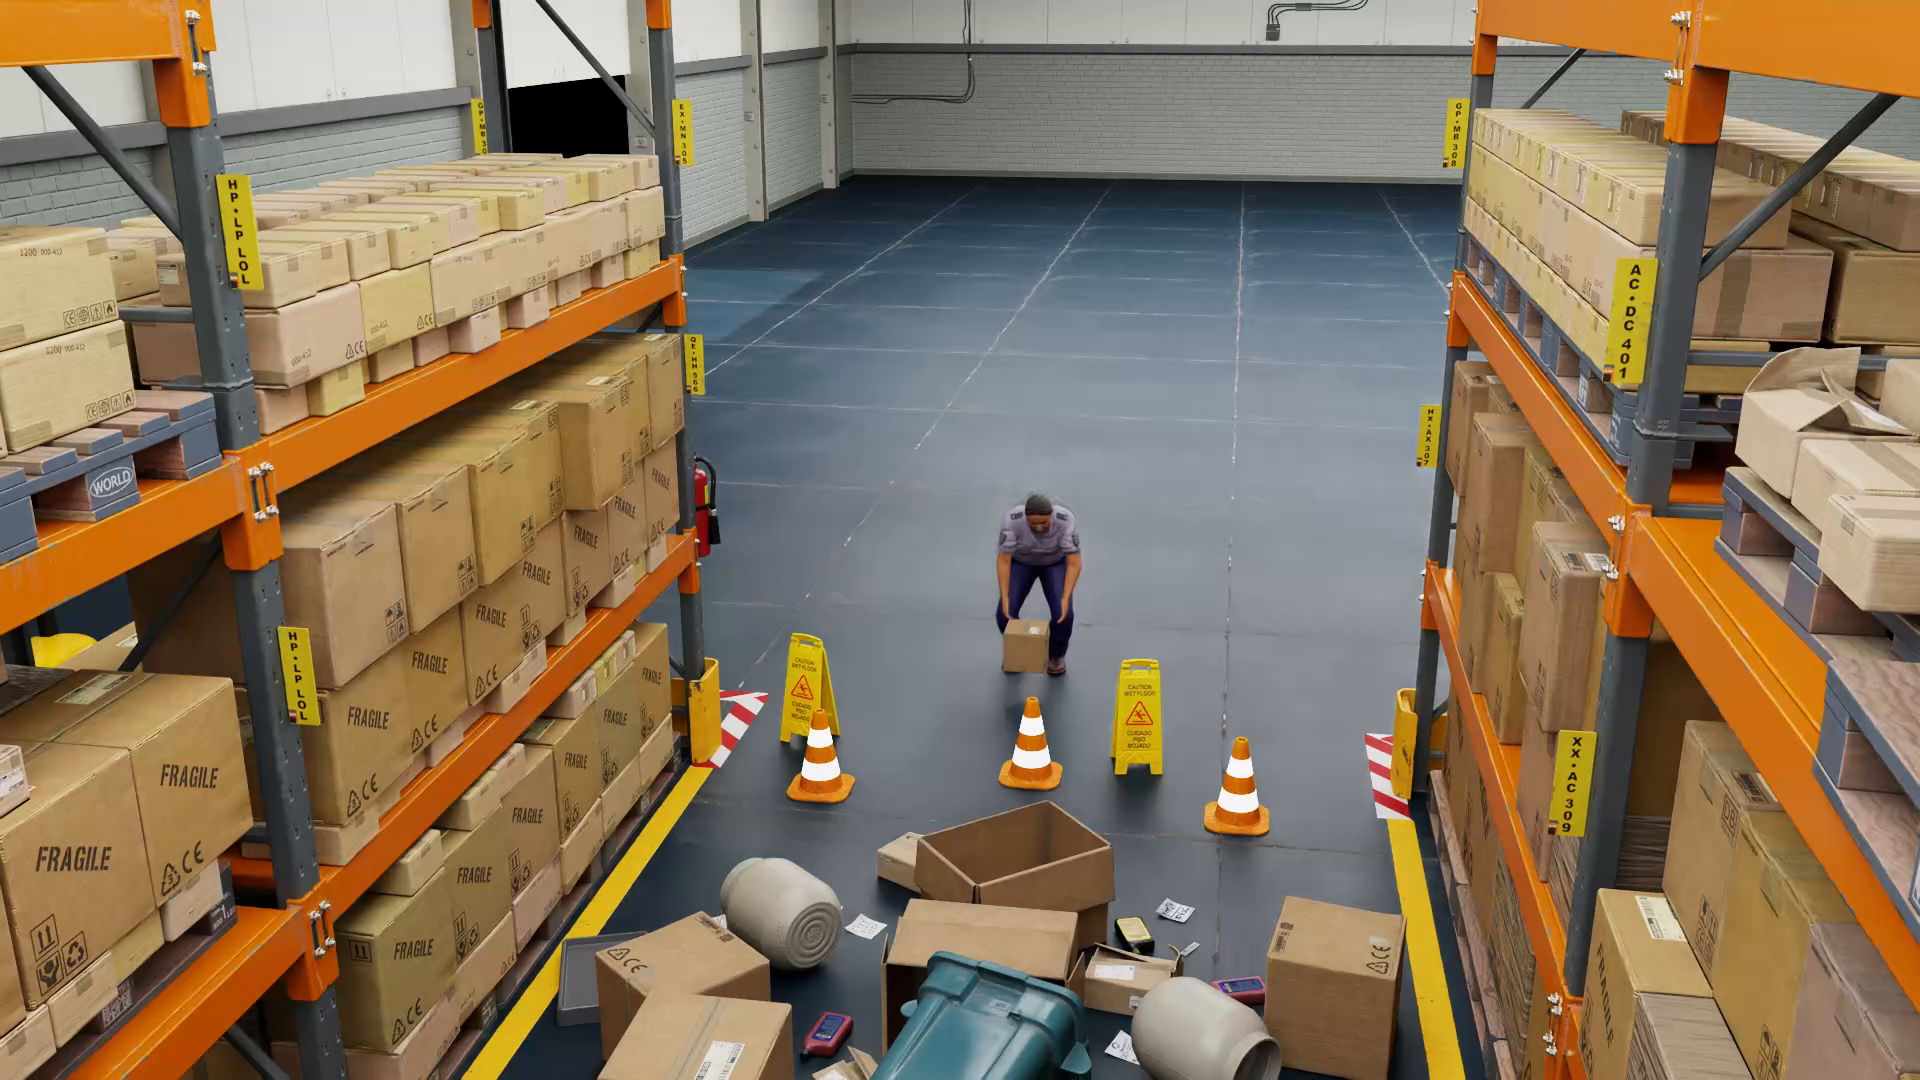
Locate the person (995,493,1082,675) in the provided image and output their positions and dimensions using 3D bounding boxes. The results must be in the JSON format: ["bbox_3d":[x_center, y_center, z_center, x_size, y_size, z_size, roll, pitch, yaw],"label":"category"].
[{"bbox_3d":[0.508,0.243,10.497,0.539,1.246,0.715,3,18,9],"label":"person"}]
